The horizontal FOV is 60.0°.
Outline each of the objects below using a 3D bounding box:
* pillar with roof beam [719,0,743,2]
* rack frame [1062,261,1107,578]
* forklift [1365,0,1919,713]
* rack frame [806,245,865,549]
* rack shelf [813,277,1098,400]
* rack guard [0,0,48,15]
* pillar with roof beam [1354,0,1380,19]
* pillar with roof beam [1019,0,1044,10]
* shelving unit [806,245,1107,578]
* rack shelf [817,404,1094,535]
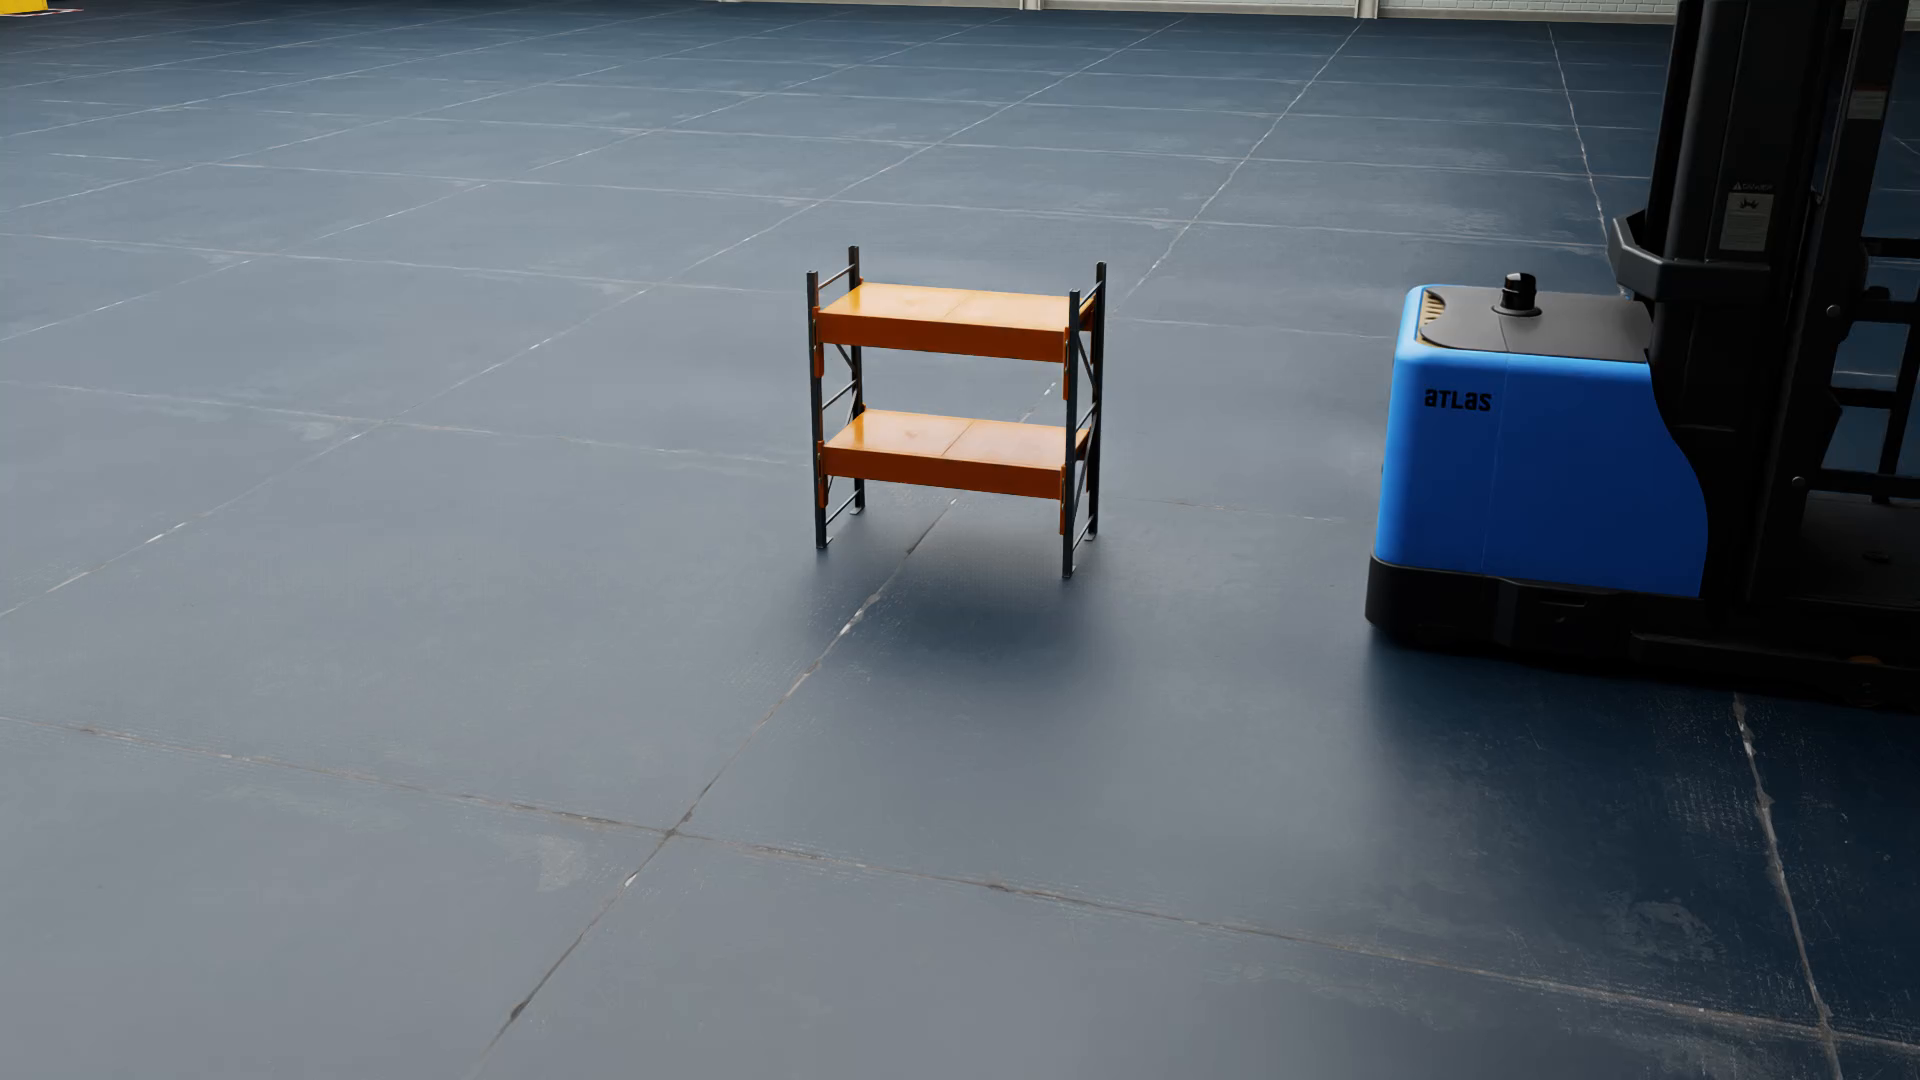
[{"bbox_3d":[-5.665,-13.006,26.619,0.400,9.000,9.100,7,23,16],"label":"pillar with roof beam"},{"bbox_3d":[0.480,-0.465,6.422,0.032,1.125,0.500,7,23,16],"label":"rack frame"},{"bbox_3d":[3.016,-1.014,5.381,3.031,2.935,1.130,6,23,15],"label":"forklift"},{"bbox_3d":[-0.493,-0.577,6.694,0.032,1.125,0.500,7,23,16],"label":"rack frame"},{"bbox_3d":[-0.006,-0.792,6.447,1.000,0.278,0.538,7,23,16],"label":"rack shelf"},{"bbox_3d":[-17.007,-9.754,29.890,0.348,0.500,1.175,7,23,16],"label":"rack guard"},{"bbox_3d":[5.823,-11.690,23.412,0.400,9.000,9.100,7,23,16],"label":"pillar with roof beam"},{"bbox_3d":[0.079,-12.348,25.015,0.400,9.000,9.100,7,23,16],"label":"pillar with roof beam"},{"bbox_3d":[-0.006,-0.521,6.558,1.048,1.125,0.538,7,23,16],"label":"shelving unit"},{"bbox_3d":[-0.006,-0.295,6.651,1.000,0.278,0.538,7,23,16],"label":"rack shelf"}]
